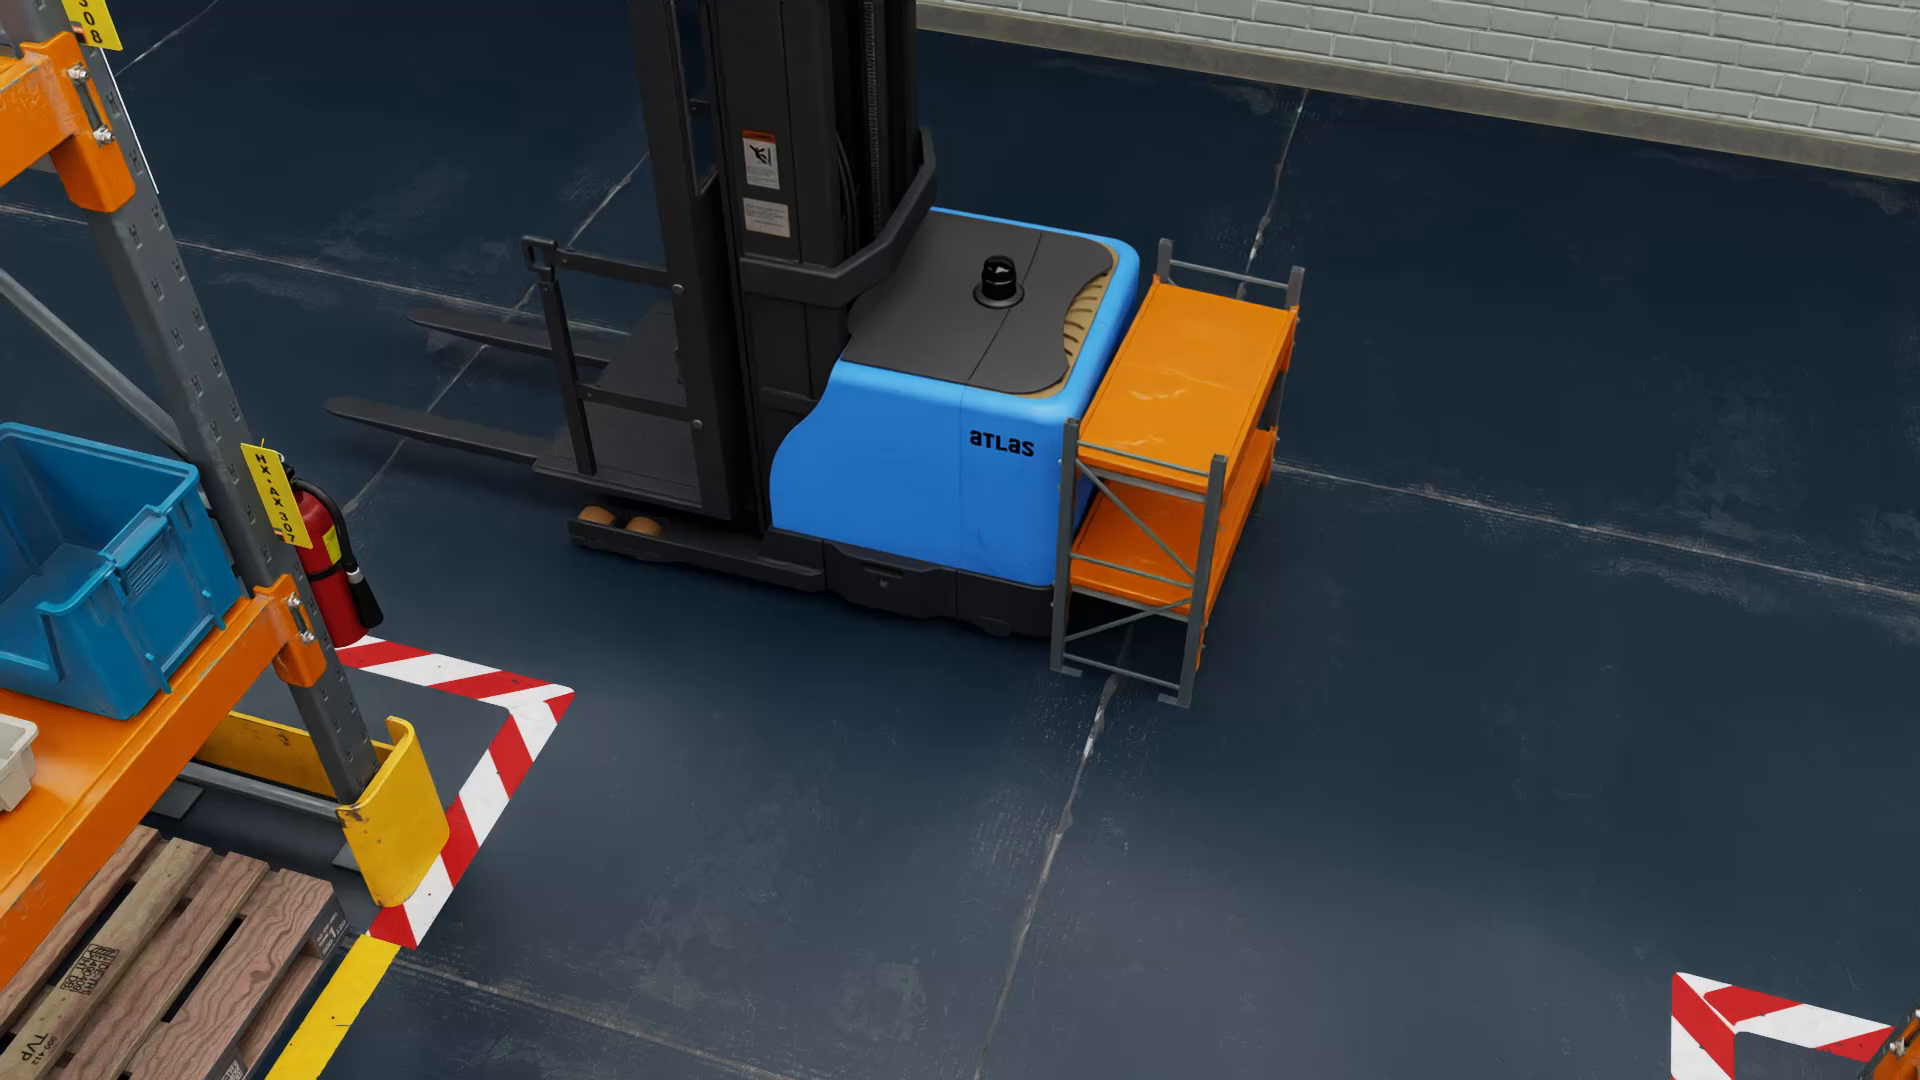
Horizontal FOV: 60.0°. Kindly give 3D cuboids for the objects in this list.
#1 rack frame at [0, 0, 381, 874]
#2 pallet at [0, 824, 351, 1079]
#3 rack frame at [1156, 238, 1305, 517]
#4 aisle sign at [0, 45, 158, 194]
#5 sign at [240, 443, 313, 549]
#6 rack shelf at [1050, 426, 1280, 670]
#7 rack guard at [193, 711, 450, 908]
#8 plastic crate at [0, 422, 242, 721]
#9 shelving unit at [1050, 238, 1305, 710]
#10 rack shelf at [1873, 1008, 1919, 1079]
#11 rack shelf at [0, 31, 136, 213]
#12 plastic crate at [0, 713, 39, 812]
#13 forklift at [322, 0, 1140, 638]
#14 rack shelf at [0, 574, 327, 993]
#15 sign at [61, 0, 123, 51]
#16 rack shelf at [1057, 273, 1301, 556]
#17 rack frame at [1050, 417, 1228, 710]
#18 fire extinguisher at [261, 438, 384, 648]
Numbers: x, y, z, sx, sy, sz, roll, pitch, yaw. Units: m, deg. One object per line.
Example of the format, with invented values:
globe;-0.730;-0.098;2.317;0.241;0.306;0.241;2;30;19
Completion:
rack frame;-2.211;-0.153;4.261;1.000;3.000;0.127;13;46;13
pallet;-2.497;1.386;4.683;1.003;0.211;1.213;13;46;13
rack frame;0.918;-0.561;6.019;0.500;1.125;0.032;15;46;15
aisle sign;-1.910;-1.068;3.338;0.394;0.787;0.004;13;46;13
sign;-1.682;-0.105;4.096;0.100;0.325;0.005;13;46;13
rack shelf;0.734;-0.055;5.852;0.538;0.278;1.000;15;46;15
rack guard;-2.216;0.722;5.155;1.175;0.500;0.348;13;46;13
plastic crate;-2.134;0.076;3.959;0.616;0.435;0.499;13;46;13
shelving unit;0.734;-0.230;5.681;0.538;1.125;1.048;15;46;15
rack shelf;1.904;2.487;2.078;1.077;0.370;4.000;13;46;13
rack shelf;-2.816;0.366;2.101;1.077;0.370;4.000;13;46;13
plastic crate;-2.285;0.502;3.738;0.396;0.136;0.243;13;46;13
forklift;-0.936;-1.308;5.491;3.031;2.935;1.130;12;46;12
rack shelf;-2.816;1.438;3.151;1.077;0.370;4.000;13;46;13
sign;-1.682;-1.082;3.141;0.100;0.325;0.005;13;46;13
rack shelf;0.734;-0.439;5.476;0.538;0.278;1.000;15;46;15
rack frame;0.551;0.102;5.342;0.500;1.125;0.032;15;46;15
fire extinguisher;-1.732;0.004;4.423;0.296;0.674;0.183;13;46;13
